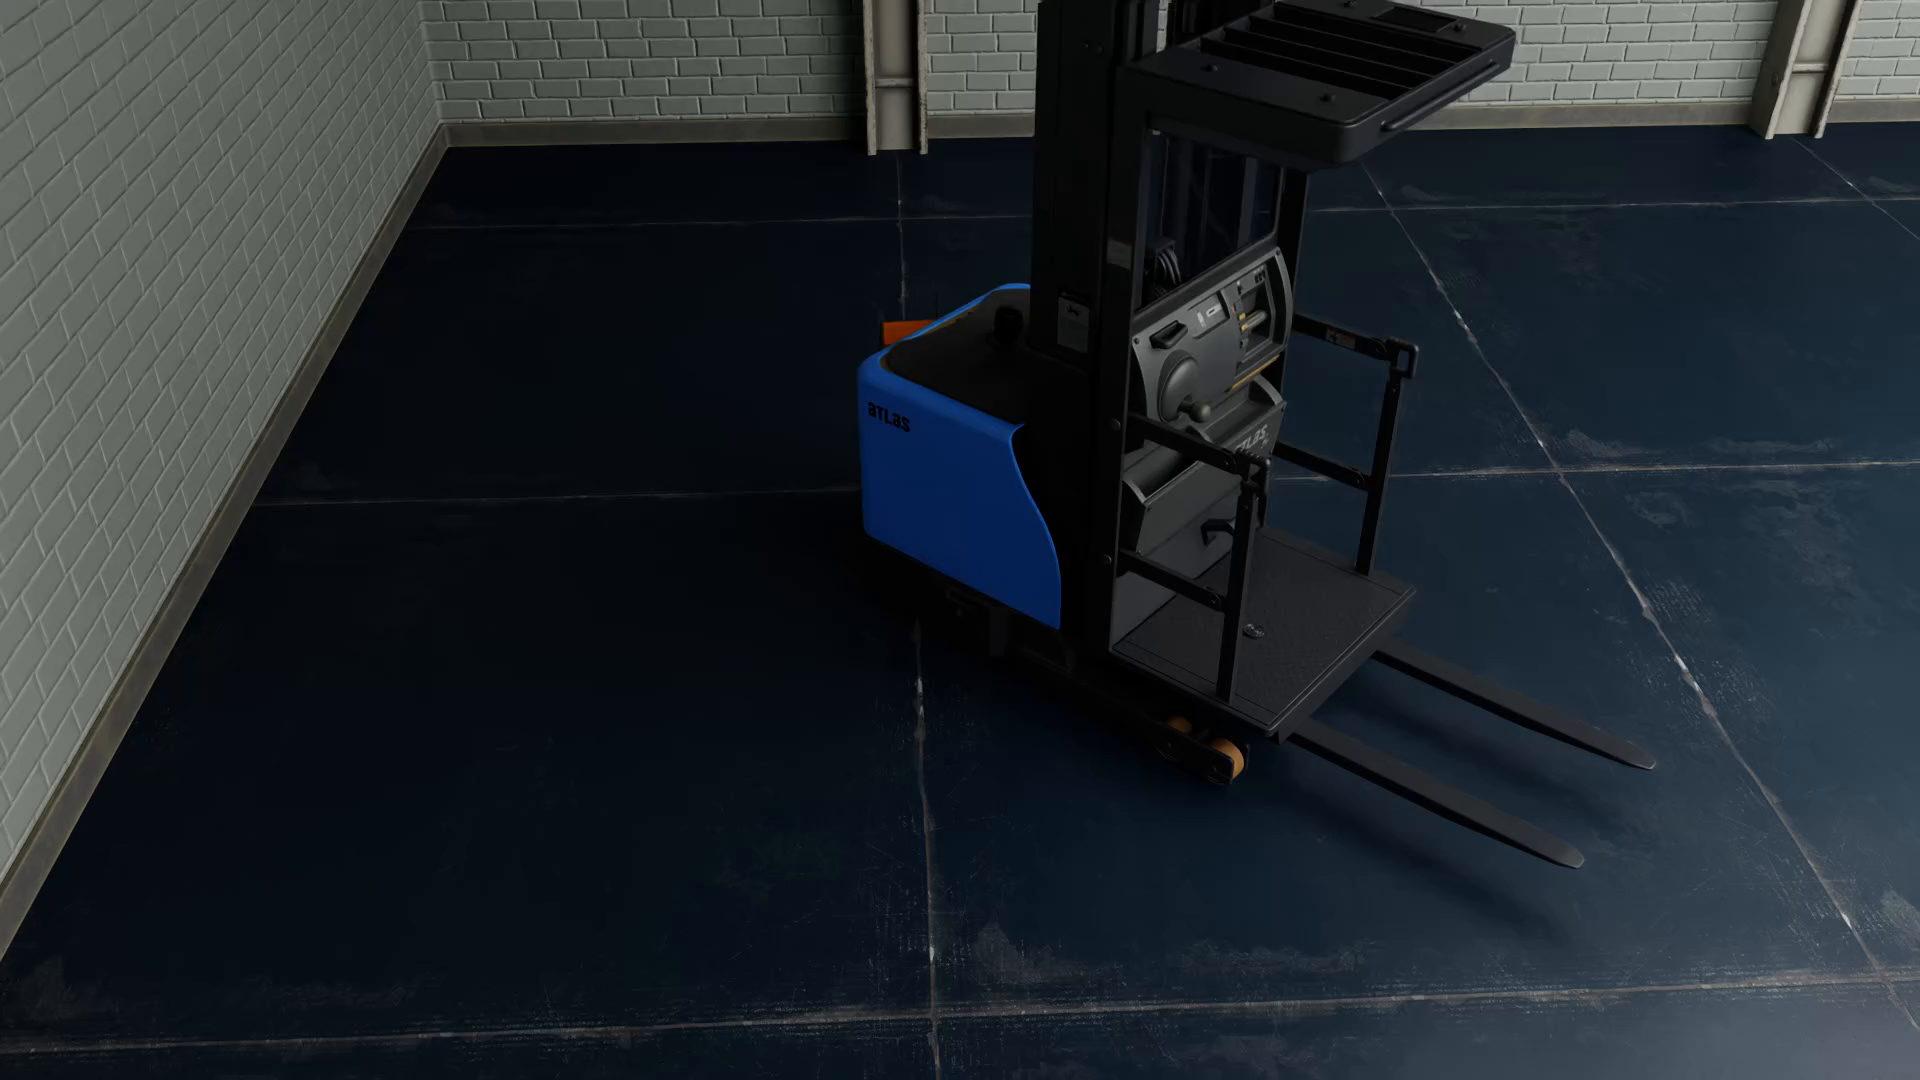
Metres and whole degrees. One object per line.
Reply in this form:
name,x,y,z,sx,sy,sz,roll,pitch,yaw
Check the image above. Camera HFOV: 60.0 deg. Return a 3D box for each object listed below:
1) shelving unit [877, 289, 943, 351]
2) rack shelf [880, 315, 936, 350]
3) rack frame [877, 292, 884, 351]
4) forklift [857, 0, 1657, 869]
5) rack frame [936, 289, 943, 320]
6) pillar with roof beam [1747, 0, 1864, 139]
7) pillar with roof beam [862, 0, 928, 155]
shelving unit,-0.206,-0.547,7.118,0.252,1.050,0.215,-4,35,-6
rack shelf,-0.206,-0.771,6.962,0.240,0.259,0.215,-4,35,-6
rack frame,-0.327,-0.538,7.105,0.008,1.050,0.200,-4,35,-6
forklift,1.041,-0.668,5.639,3.031,2.935,1.130,26,42,32
rack frame,-0.085,-0.556,7.130,0.008,1.050,0.200,-4,35,-6
pillar with roof beam,5.780,-4.030,5.166,0.400,9.000,9.100,-2,35,-2
pillar with roof beam,-0.214,-3.869,4.932,0.400,9.000,9.100,-2,35,-2
